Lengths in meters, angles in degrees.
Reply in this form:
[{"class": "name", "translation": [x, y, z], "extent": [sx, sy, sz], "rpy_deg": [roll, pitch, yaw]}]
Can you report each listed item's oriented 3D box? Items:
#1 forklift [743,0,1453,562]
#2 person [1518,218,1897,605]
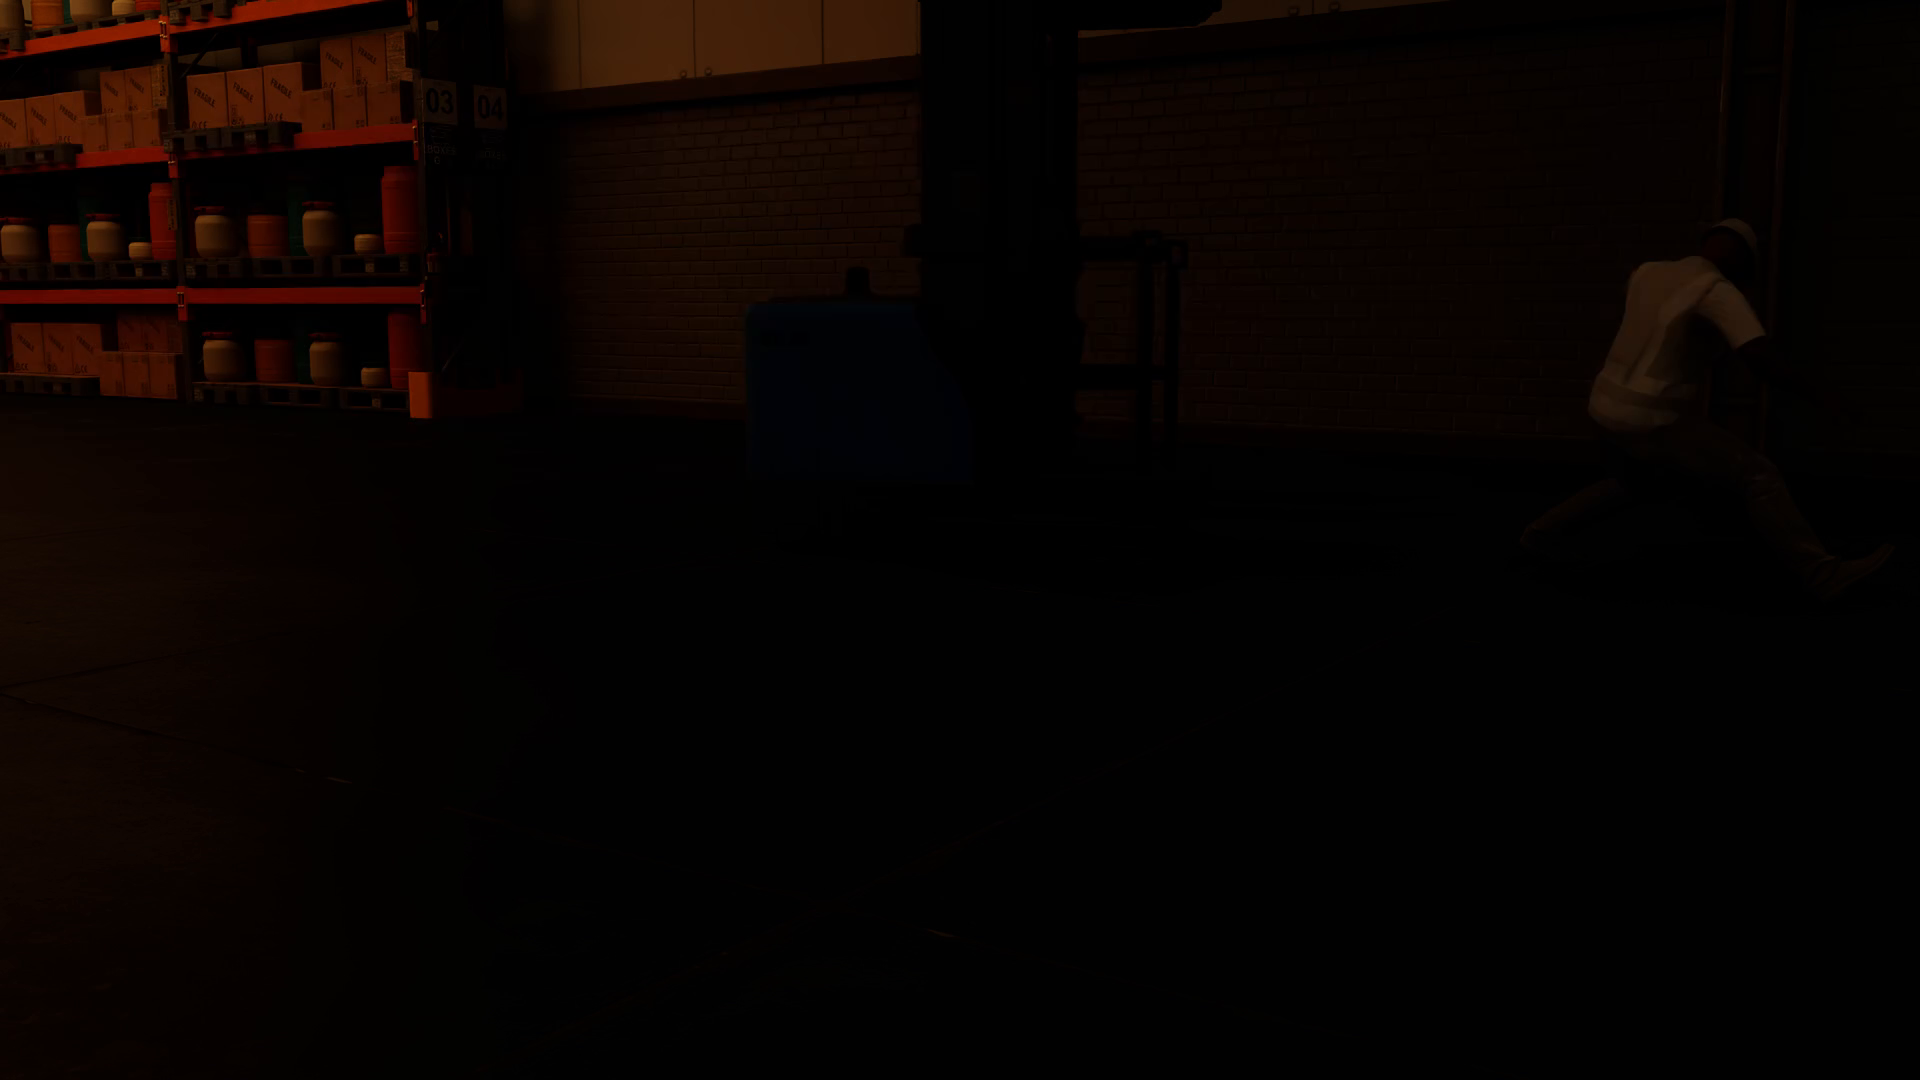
[{"class": "forklift", "translation": [0.615, -1.433, 7.271], "extent": [3.031, 2.935, 1.130], "rpy_deg": [2, 8, 13]}, {"class": "person", "translation": [2.831, -0.510, 6.375], "extent": [0.954, 1.424, 1.258], "rpy_deg": [0, 8, -1]}]
